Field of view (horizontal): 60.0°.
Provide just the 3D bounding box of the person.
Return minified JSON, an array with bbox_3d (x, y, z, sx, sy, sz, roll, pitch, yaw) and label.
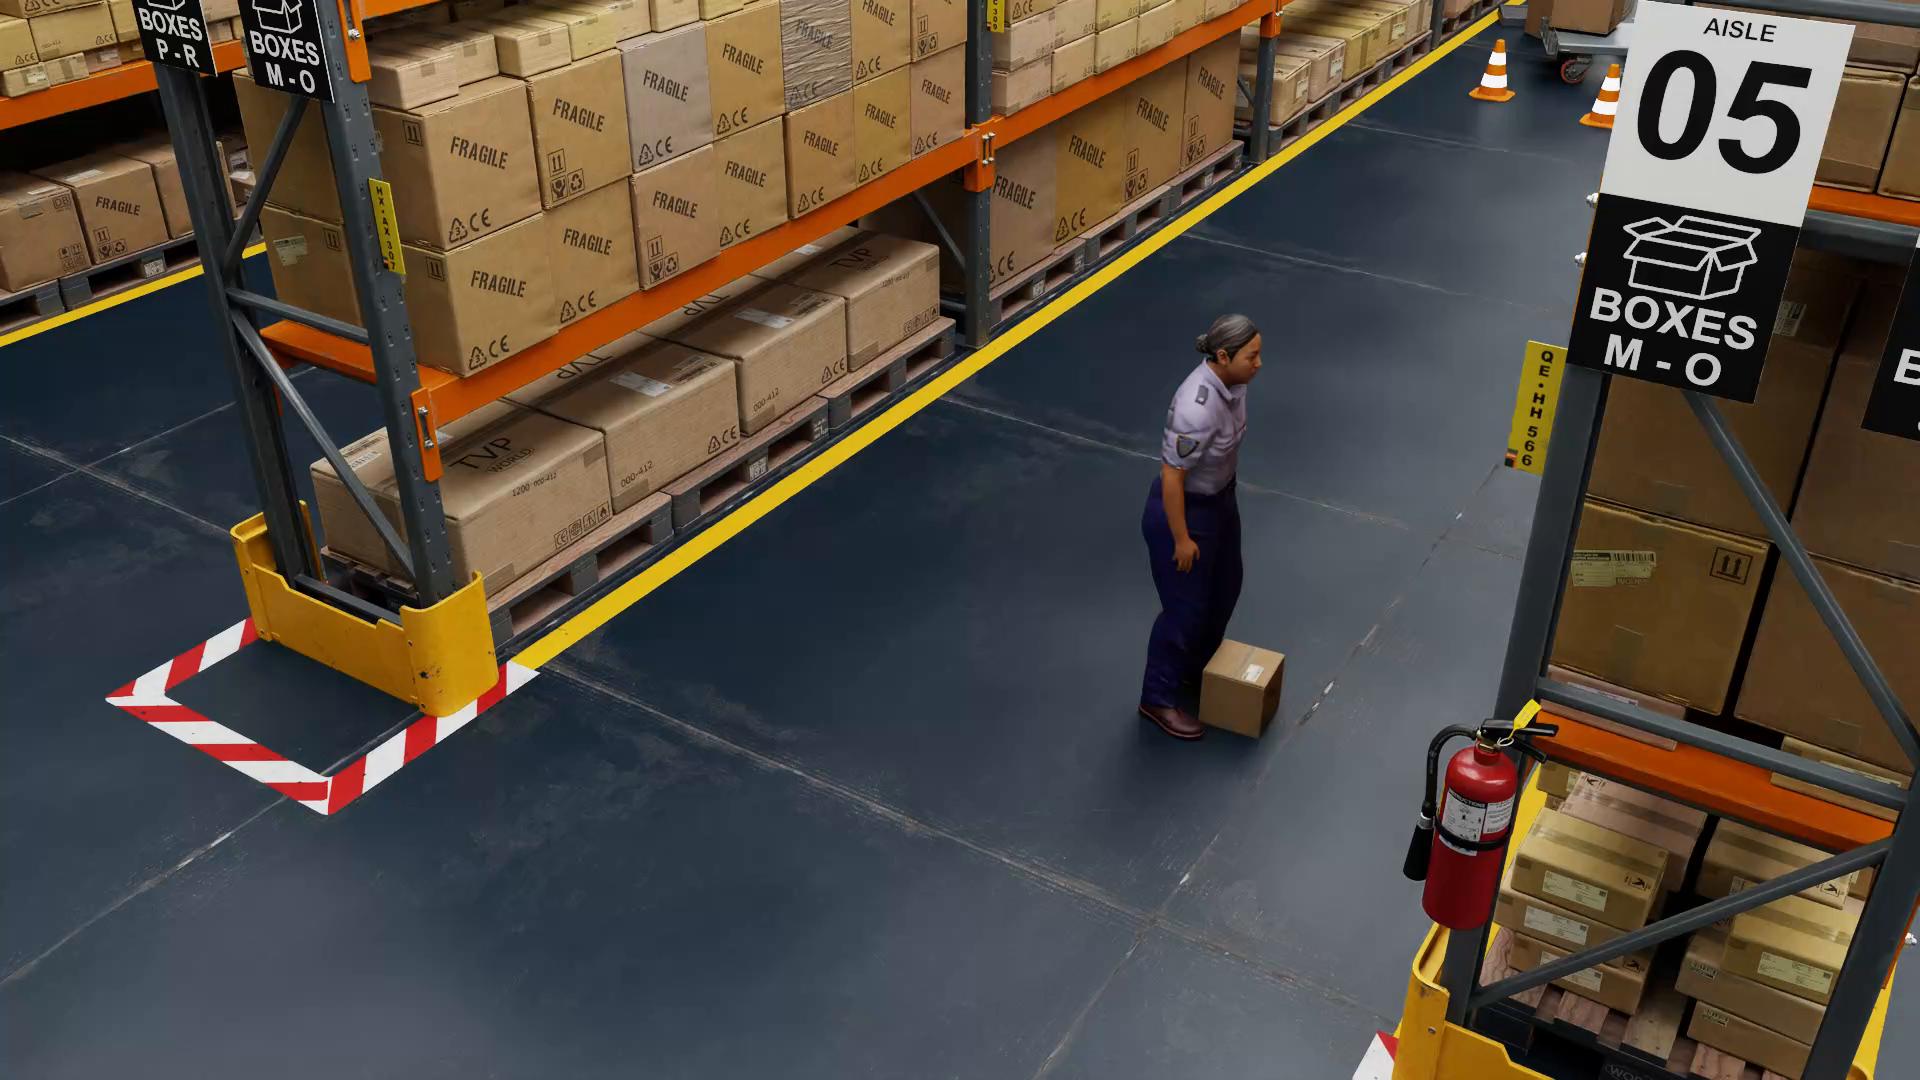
[{"bbox_3d":[0.923,-0.076,6.267,0.425,1.651,0.557,16,34,25],"label":"person"}]
